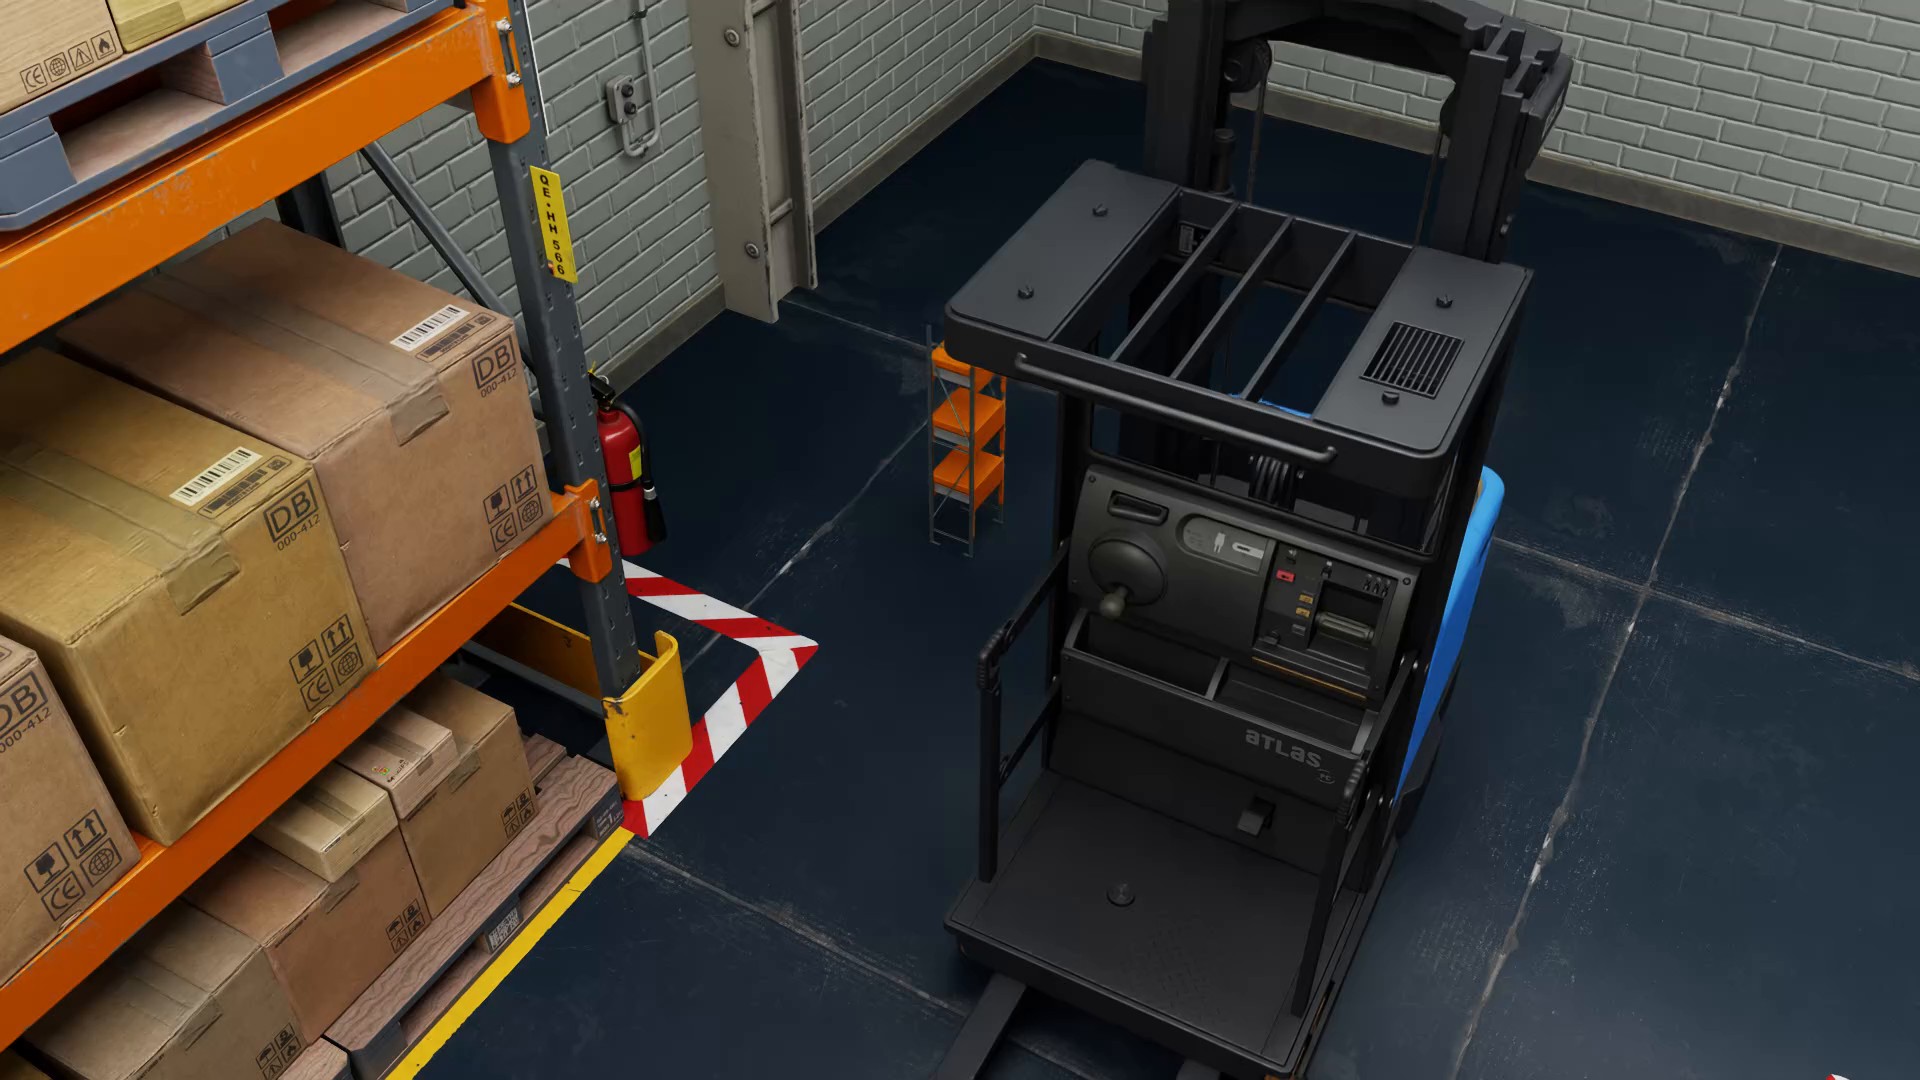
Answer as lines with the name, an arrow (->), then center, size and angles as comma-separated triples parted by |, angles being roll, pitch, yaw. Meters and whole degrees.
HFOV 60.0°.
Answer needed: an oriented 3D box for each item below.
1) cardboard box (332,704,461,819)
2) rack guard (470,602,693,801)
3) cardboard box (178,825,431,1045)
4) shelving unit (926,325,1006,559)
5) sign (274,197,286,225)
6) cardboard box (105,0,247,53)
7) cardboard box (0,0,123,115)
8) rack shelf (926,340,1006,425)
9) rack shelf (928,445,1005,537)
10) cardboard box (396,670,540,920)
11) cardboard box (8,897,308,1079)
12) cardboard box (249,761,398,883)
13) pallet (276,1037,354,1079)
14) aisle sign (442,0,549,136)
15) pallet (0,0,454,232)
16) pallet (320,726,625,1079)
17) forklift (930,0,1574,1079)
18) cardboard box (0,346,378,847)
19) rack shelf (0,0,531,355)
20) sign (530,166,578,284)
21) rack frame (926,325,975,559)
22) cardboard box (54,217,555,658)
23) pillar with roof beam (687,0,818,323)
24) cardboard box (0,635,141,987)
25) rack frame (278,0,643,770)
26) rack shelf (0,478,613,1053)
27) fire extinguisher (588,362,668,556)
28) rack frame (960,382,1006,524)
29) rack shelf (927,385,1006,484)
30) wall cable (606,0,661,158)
cardboard box -> -1.699, 0.616, 4.863 | 0.380, 0.149, 0.250 | 20, 45, 22
rack guard -> -1.517, 0.436, 5.876 | 1.175, 0.500, 0.348 | 21, 45, 22
cardboard box -> -2.043, 1.012, 4.904 | 0.700, 0.500, 0.500 | 21, 45, 22
shelving unit -> 0.027, -0.425, 6.438 | 0.215, 1.050, 0.252 | 21, 45, 22
sign -> -2.007, -1.030, 4.935 | 0.100, 0.325, 0.005 | 21, 45, 22
cardboard box -> -1.666, -1.246, 3.345 | 0.500, 0.250, 0.500 | 22, 46, 23
cardboard box -> -1.925, -0.948, 3.007 | 0.500, 0.250, 0.500 | 19, 45, 21
rack shelf -> 0.027, -0.630, 6.257 | 0.215, 0.259, 0.240 | 21, 45, 22
rack shelf -> 0.027, -0.208, 6.628 | 0.215, 0.259, 0.240 | 21, 45, 22
cardboard box -> -1.793, 0.726, 5.229 | 0.700, 0.500, 0.500 | 21, 45, 22
cardboard box -> -2.294, 1.300, 4.577 | 0.700, 0.500, 0.500 | 19, 45, 21
cardboard box -> -1.827, 0.763, 4.697 | 0.380, 0.149, 0.250 | 22, 46, 23
pallet -> -2.473, 1.737, 4.618 | 1.003, 0.211, 1.213 | 21, 45, 22
aisle sign -> -1.233, -1.406, 4.109 | 0.394, 0.787, 0.004 | 21, 45, 22
pallet -> -1.891, -1.153, 3.587 | 1.003, 0.211, 1.213 | 21, 45, 22
pallet -> -1.861, 1.042, 5.407 | 1.003, 0.211, 1.213 | 21, 45, 22
forklift -> 0.644, 0.187, 4.320 | 1.130, 2.935, 3.031 | 19, 45, 21
cardboard box -> -2.130, 0.114, 4.123 | 0.980, 0.700, 0.700 | 21, 45, 22
rack shelf -> -2.530, -0.199, 2.981 | 1.077, 0.370, 4.000 | 21, 45, 22
sign -> -1.066, -0.824, 4.361 | 0.100, 0.325, 0.005 | 21, 45, 22
rack frame -> -0.034, -0.355, 6.359 | 0.200, 1.050, 0.008 | 21, 45, 22
cardboard box -> -1.776, -0.305, 4.600 | 0.980, 0.700, 0.700 | 23, 46, 24
pillar with roof beam -> 2.800, -3.147, 3.514 | 9.100, 9.000, 0.400 | 21, 45, 22
cardboard box -> -2.520, 0.548, 3.631 | 0.980, 0.700, 0.700 | 19, 45, 20
rack frame -> -1.529, -0.488, 5.035 | 1.000, 3.000, 0.127 | 21, 45, 22
rack shelf -> -2.530, 0.926, 3.973 | 1.077, 0.370, 4.000 | 21, 45, 22
fire extinguisher -> -1.054, -0.253, 5.108 | 0.296, 0.674, 0.183 | 21, 45, 22
rack frame -> 0.088, -0.494, 6.517 | 0.200, 1.050, 0.008 | 21, 45, 22
rack shelf -> 0.027, -0.417, 6.445 | 0.215, 0.259, 0.240 | 21, 45, 22
wall cable -> -1.707, -1.915, 5.886 | 0.084, 1.984, 1.851 | 21, 45, 22
